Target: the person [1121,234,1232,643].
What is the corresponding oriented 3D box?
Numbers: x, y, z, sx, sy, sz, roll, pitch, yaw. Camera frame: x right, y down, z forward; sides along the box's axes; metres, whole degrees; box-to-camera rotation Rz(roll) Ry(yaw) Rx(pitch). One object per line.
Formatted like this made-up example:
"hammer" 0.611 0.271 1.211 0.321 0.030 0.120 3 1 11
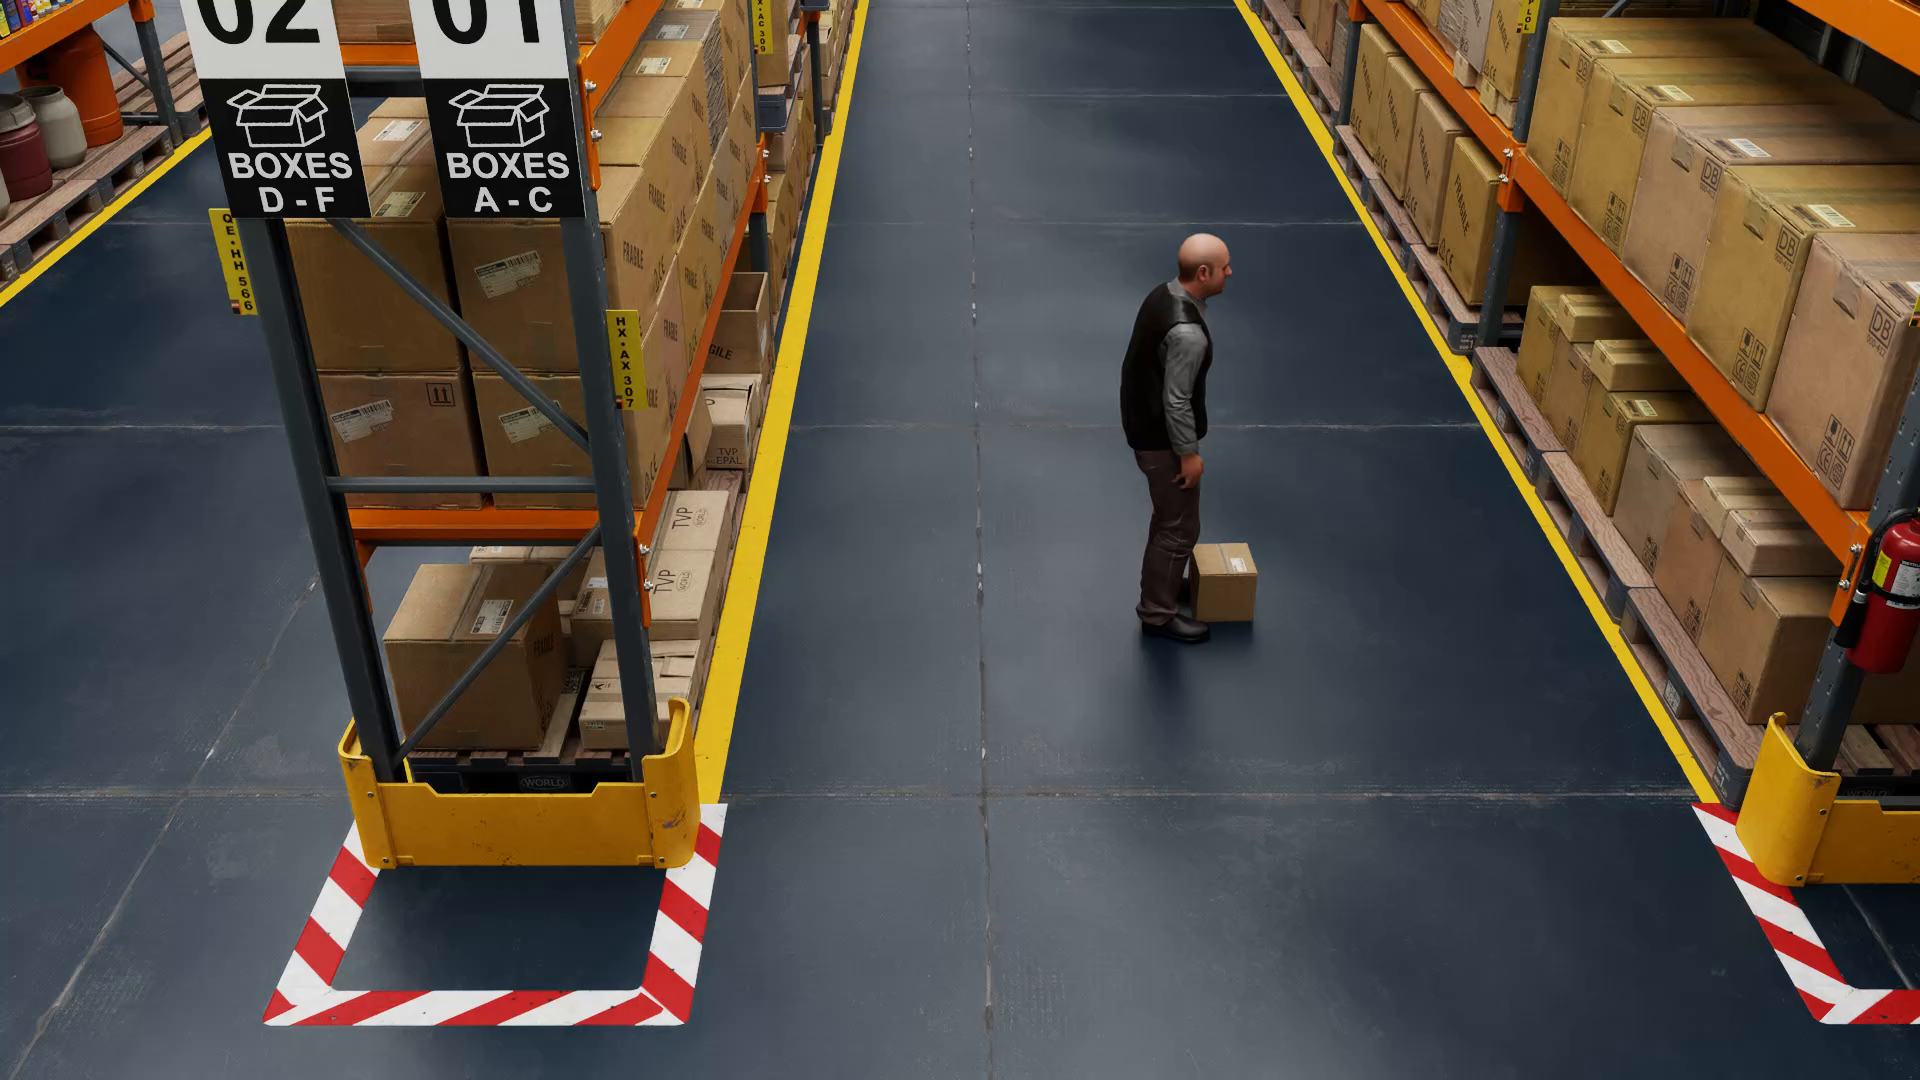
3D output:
"person" 0.888 -0.436 6.873 0.461 1.721 0.582 0 31 -1
